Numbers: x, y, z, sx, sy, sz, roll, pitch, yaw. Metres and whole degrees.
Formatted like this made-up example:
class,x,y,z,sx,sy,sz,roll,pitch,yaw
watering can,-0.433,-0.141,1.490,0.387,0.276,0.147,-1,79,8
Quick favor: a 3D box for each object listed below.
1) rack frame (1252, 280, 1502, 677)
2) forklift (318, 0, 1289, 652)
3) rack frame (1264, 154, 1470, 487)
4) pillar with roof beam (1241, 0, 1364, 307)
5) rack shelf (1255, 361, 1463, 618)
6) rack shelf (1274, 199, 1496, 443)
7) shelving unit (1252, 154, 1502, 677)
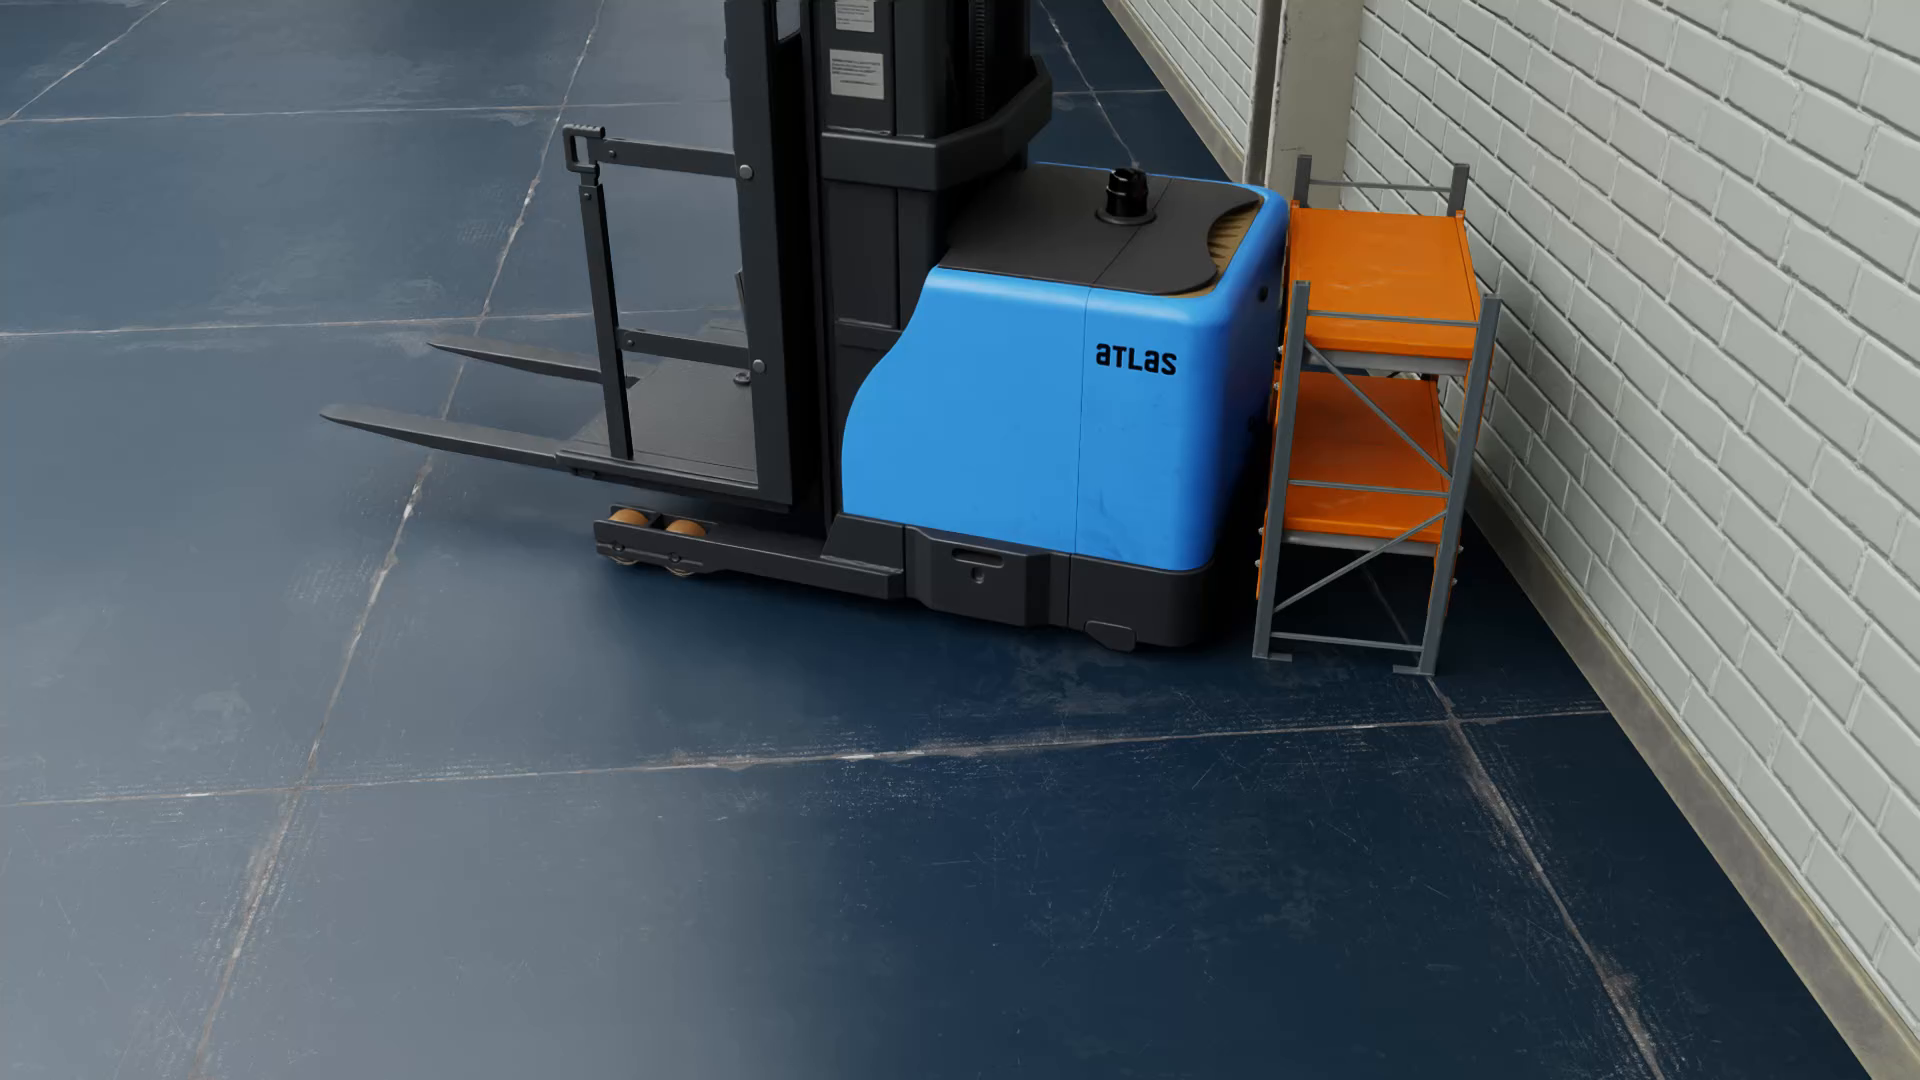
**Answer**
class,x,y,z,sx,sy,sz,roll,pitch,yaw
rack frame,1.073,-0.134,4.377,0.500,1.125,0.032,5,31,9
forklift,-0.595,-1.394,4.725,3.031,2.935,1.130,10,32,16
rack frame,1.258,-0.646,5.235,0.500,1.125,0.032,5,31,9
pillar with roof beam,-2.933,-4.720,4.377,9.100,9.000,0.400,-3,31,-5
rack shelf,1.166,-0.180,4.931,0.538,0.278,1.000,5,31,9
rack shelf,1.166,-0.641,4.656,0.538,0.278,1.000,5,31,9
shelving unit,1.166,-0.390,4.806,0.538,1.125,1.048,5,31,9
